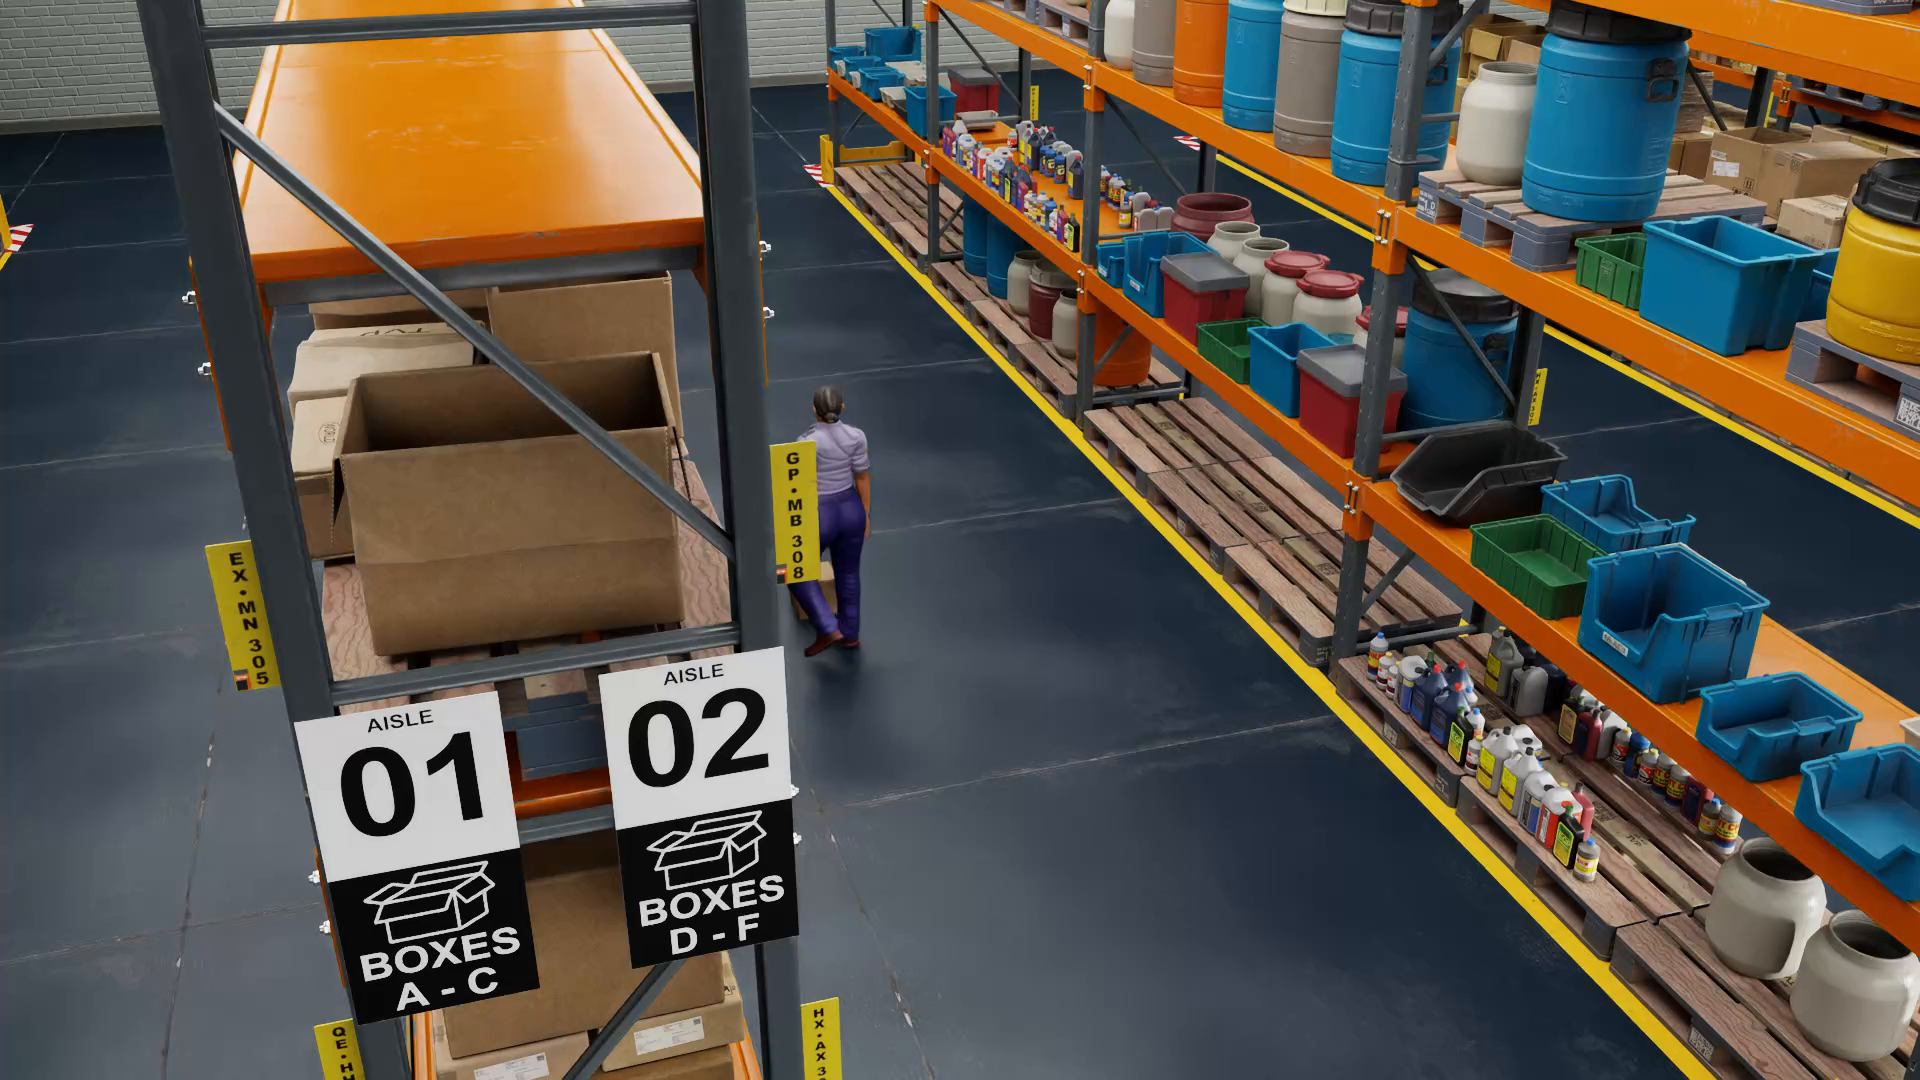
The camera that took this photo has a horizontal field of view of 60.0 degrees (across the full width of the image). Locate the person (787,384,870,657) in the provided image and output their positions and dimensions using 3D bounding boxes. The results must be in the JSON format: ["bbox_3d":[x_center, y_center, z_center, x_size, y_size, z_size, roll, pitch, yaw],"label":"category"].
[{"bbox_3d":[-0.732,-0.097,9.541,0.501,1.636,0.443,-16,30,-28],"label":"person"}]
